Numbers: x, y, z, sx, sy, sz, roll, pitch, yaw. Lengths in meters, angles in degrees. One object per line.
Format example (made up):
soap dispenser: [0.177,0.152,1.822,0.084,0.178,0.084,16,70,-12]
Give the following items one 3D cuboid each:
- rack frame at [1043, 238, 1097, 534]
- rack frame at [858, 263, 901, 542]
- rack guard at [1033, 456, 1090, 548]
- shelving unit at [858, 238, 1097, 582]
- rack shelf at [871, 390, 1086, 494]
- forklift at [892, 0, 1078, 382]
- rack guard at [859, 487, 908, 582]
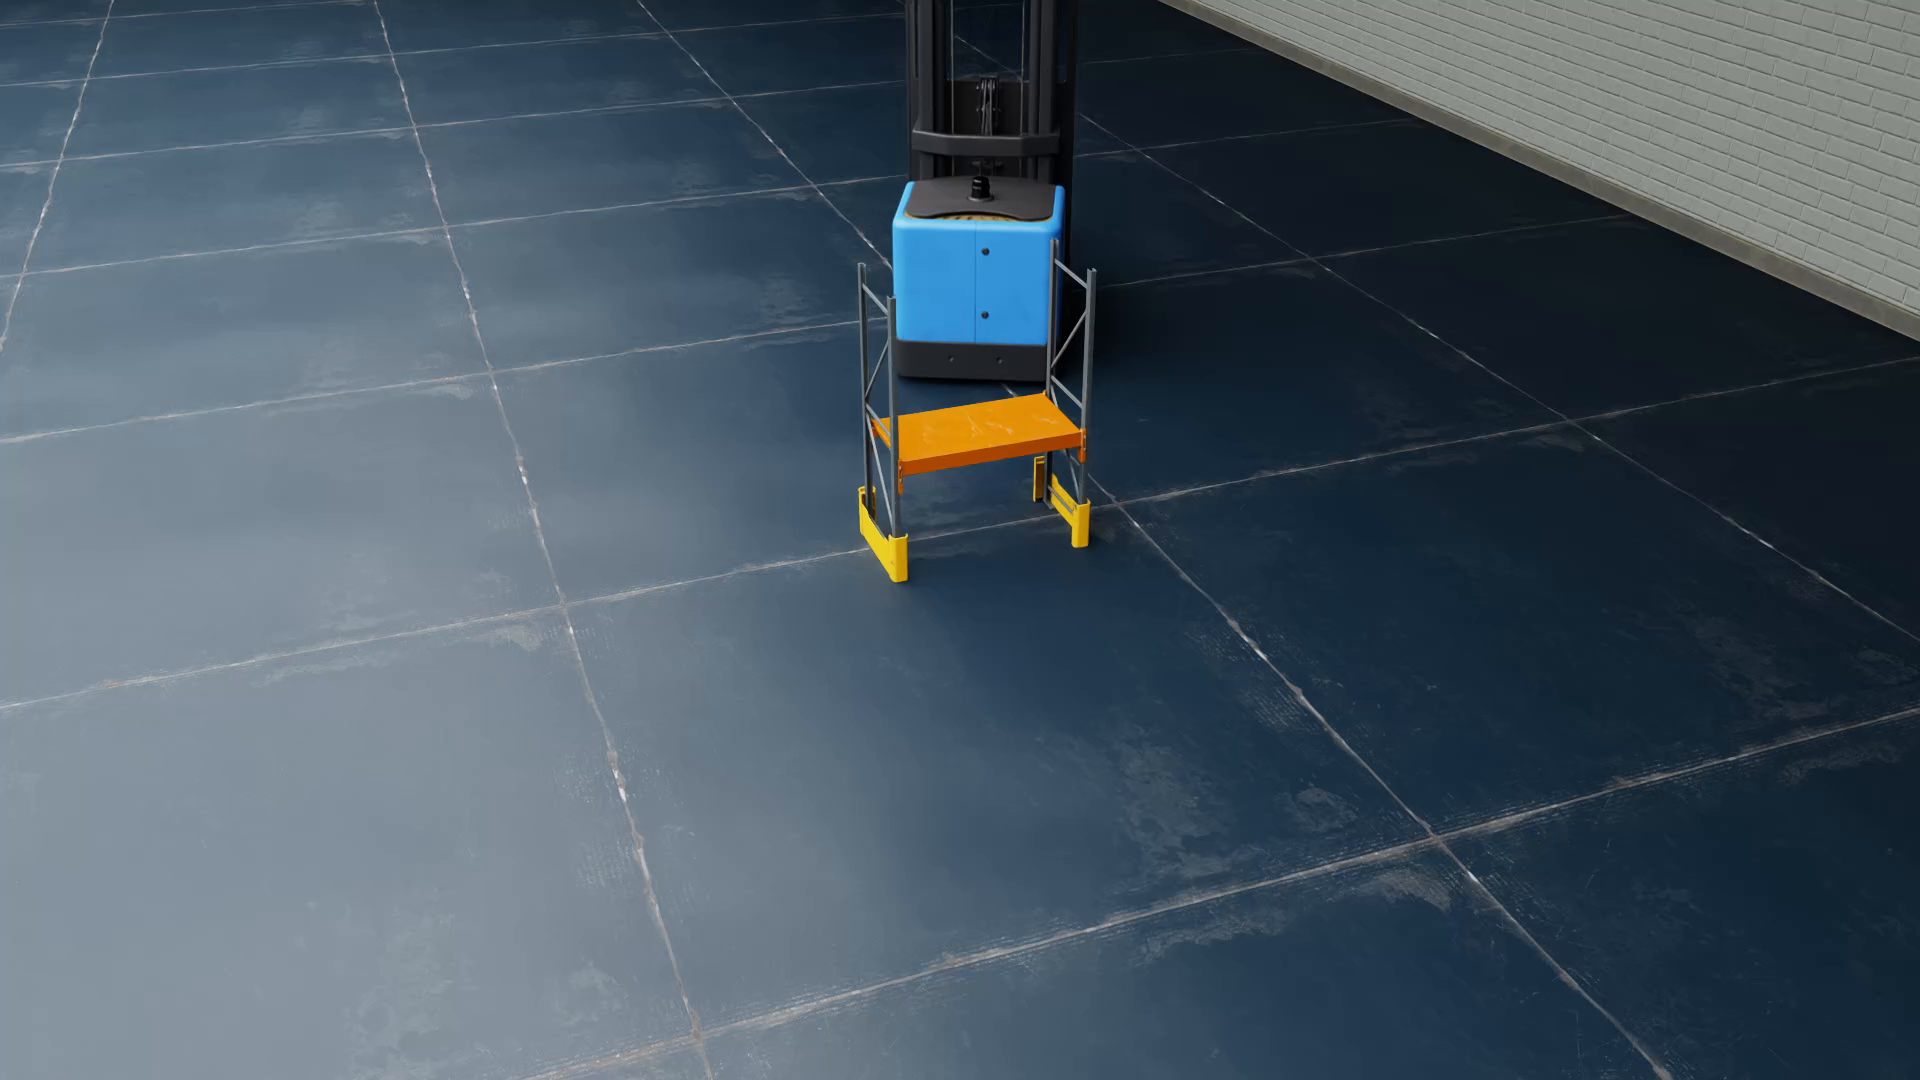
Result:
rack frame: [0.556,-0.754,8.559,0.032,1.500,0.500,-10,31,-18]
rack frame: [-0.396,-0.579,8.251,0.032,1.500,0.500,-10,31,-18]
rack guard: [0.538,-0.208,8.862,0.087,0.250,0.587,-10,31,-18]
shelving unit: [0.071,-0.665,8.402,1.083,1.500,0.587,-10,31,-18]
rack shelf: [0.080,-0.510,8.494,1.000,0.185,0.538,-10,31,-18]
forklift: [0.222,-2.960,10.984,1.130,2.935,3.031,2,30,4]
rack guard: [-0.395,-0.036,8.560,0.087,0.250,0.587,-10,31,-18]
